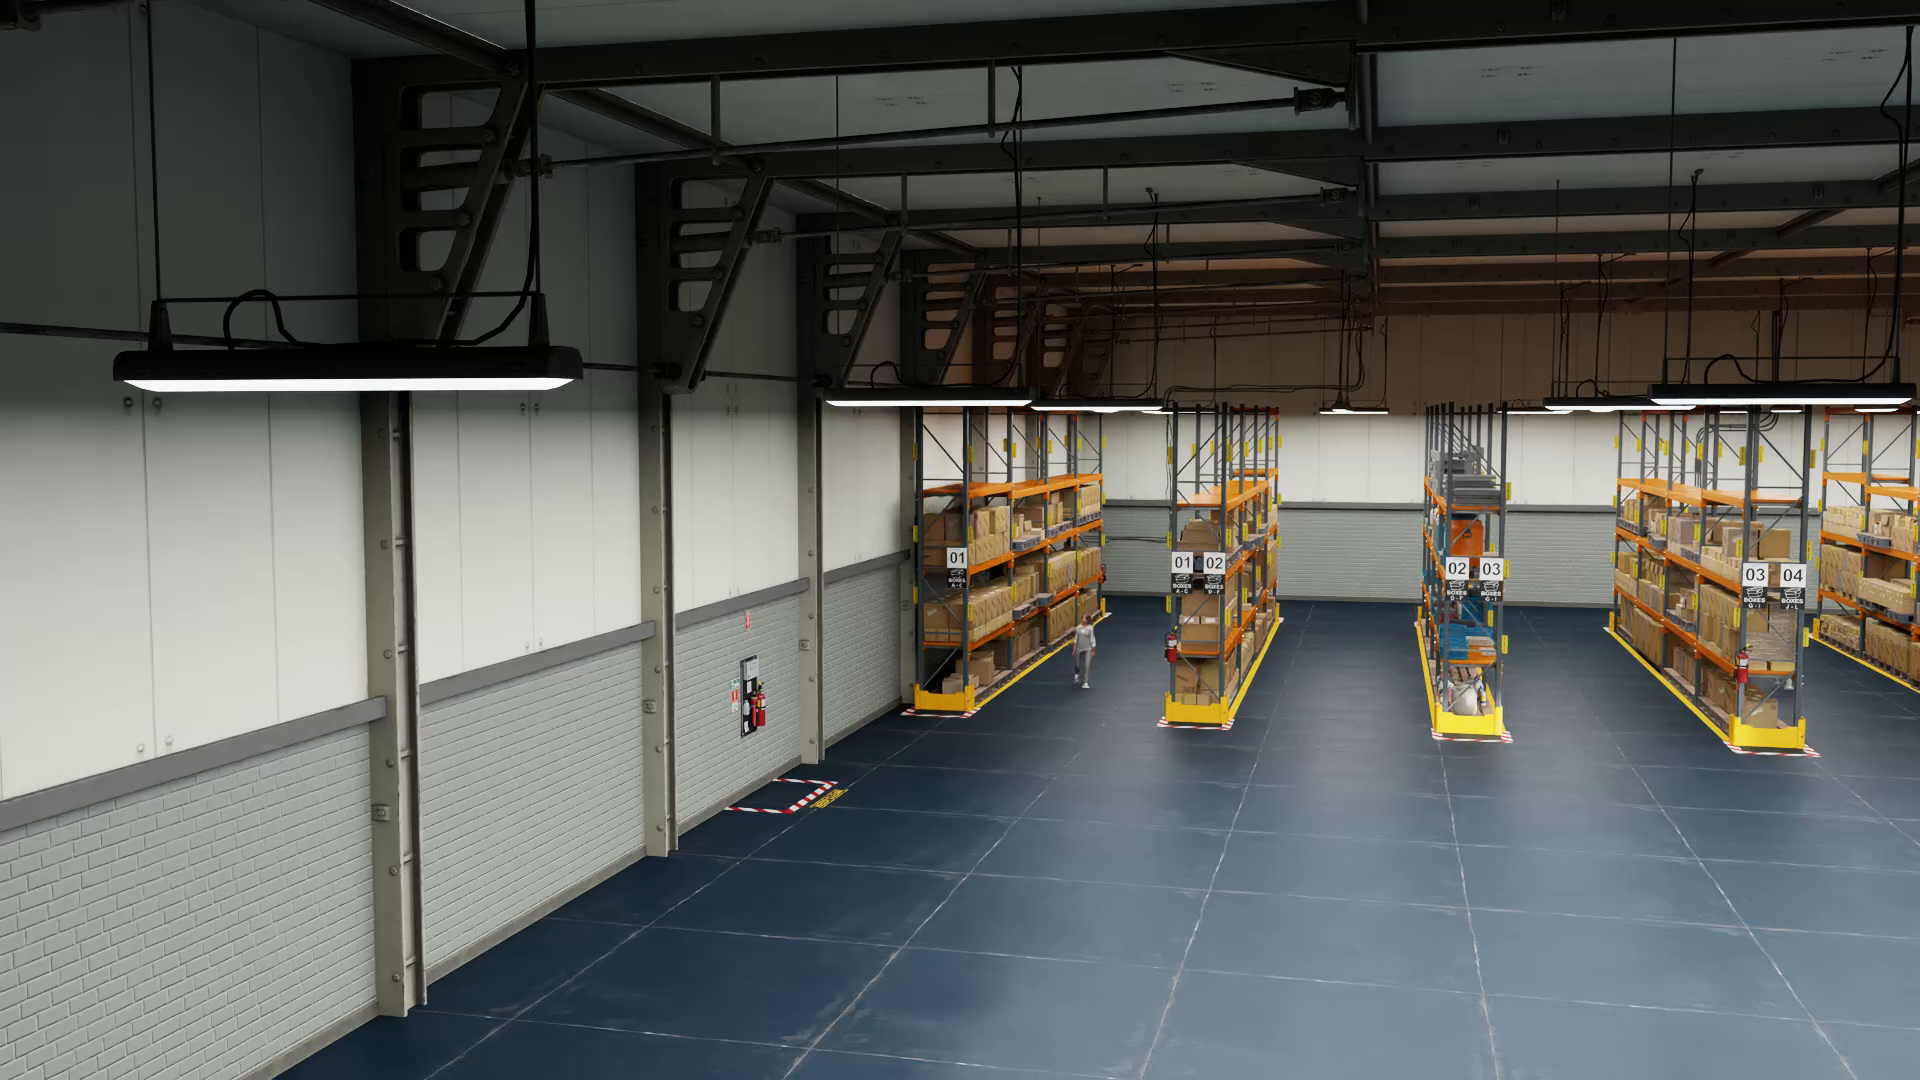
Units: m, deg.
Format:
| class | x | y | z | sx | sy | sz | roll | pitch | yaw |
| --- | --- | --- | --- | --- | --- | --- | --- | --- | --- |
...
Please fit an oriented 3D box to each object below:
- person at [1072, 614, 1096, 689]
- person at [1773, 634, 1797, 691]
| class | x | y | z | sx | sy | sz | roll | pitch | yaw |
| --- | --- | --- | --- | --- | --- | --- | --- | --- | --- |
| person | 2.626 | 2.339 | 35.235 | 0.494 | 1.556 | 0.669 | 0 | 4 | 1 |
| person | 17.330 | 2.322 | 34.991 | 0.575 | 1.626 | 0.996 | 1 | 4 | 17 |
